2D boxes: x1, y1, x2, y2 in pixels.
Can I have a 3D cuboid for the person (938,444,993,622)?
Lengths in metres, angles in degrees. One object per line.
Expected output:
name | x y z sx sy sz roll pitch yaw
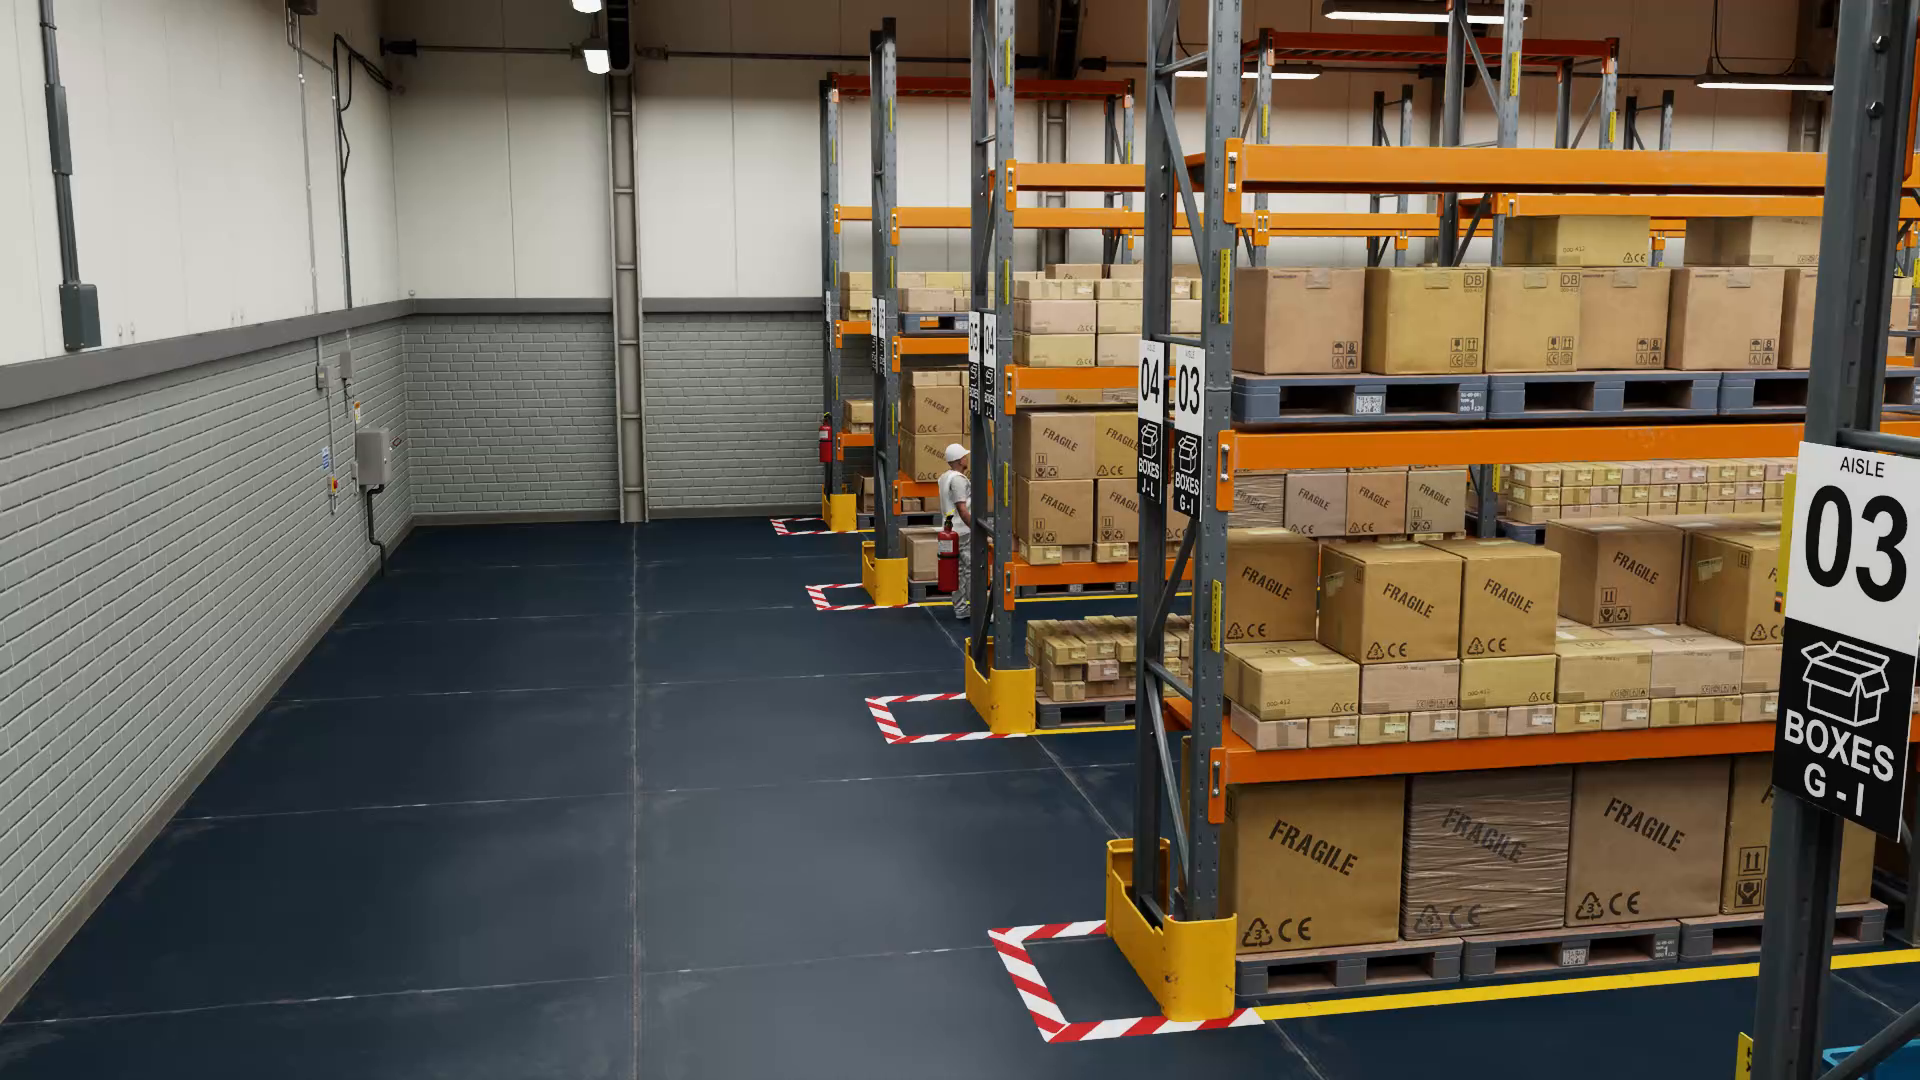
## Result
person | 0.091 -0.083 16.767 0.574 1.785 0.656 -3 10 -18
